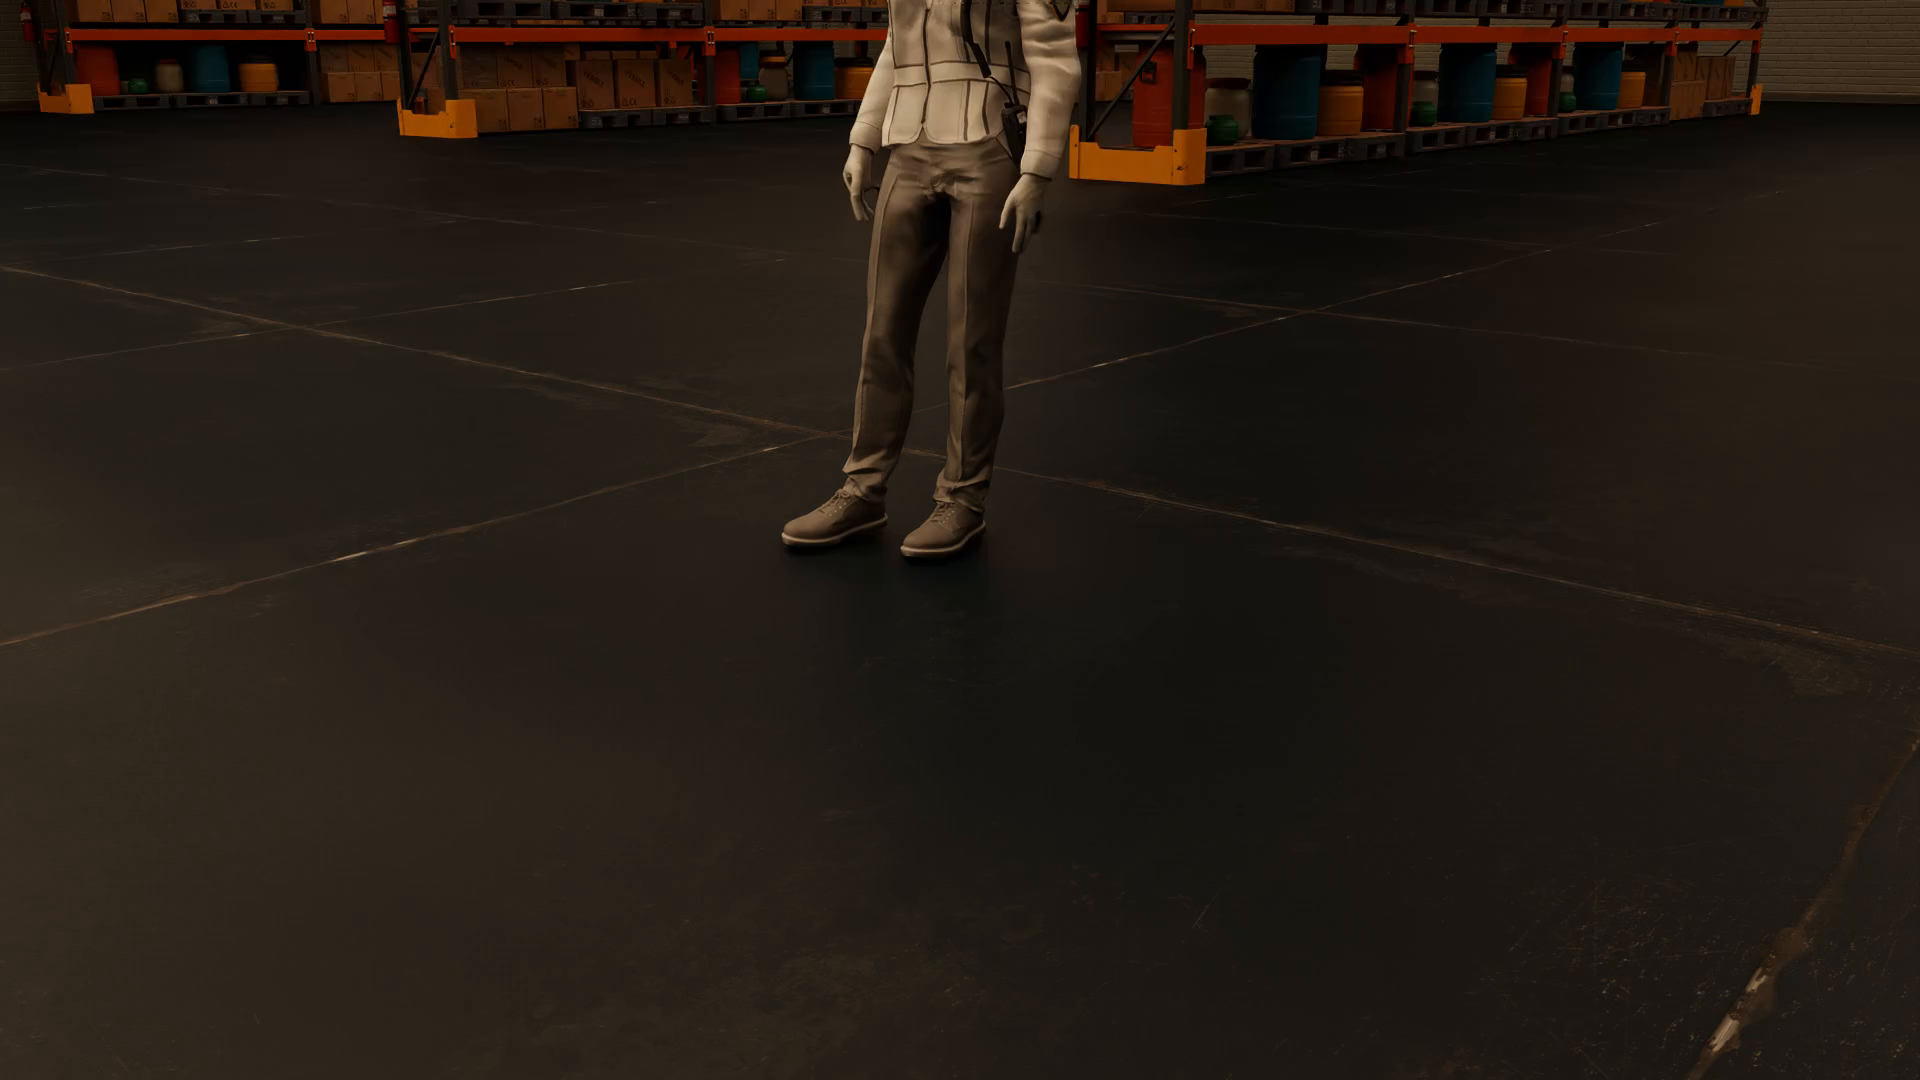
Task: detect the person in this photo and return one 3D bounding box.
[{"bbox_3d":[-0.048,-0.804,3.648,0.588,1.696,0.533,13,21,37],"label":"person"}]
